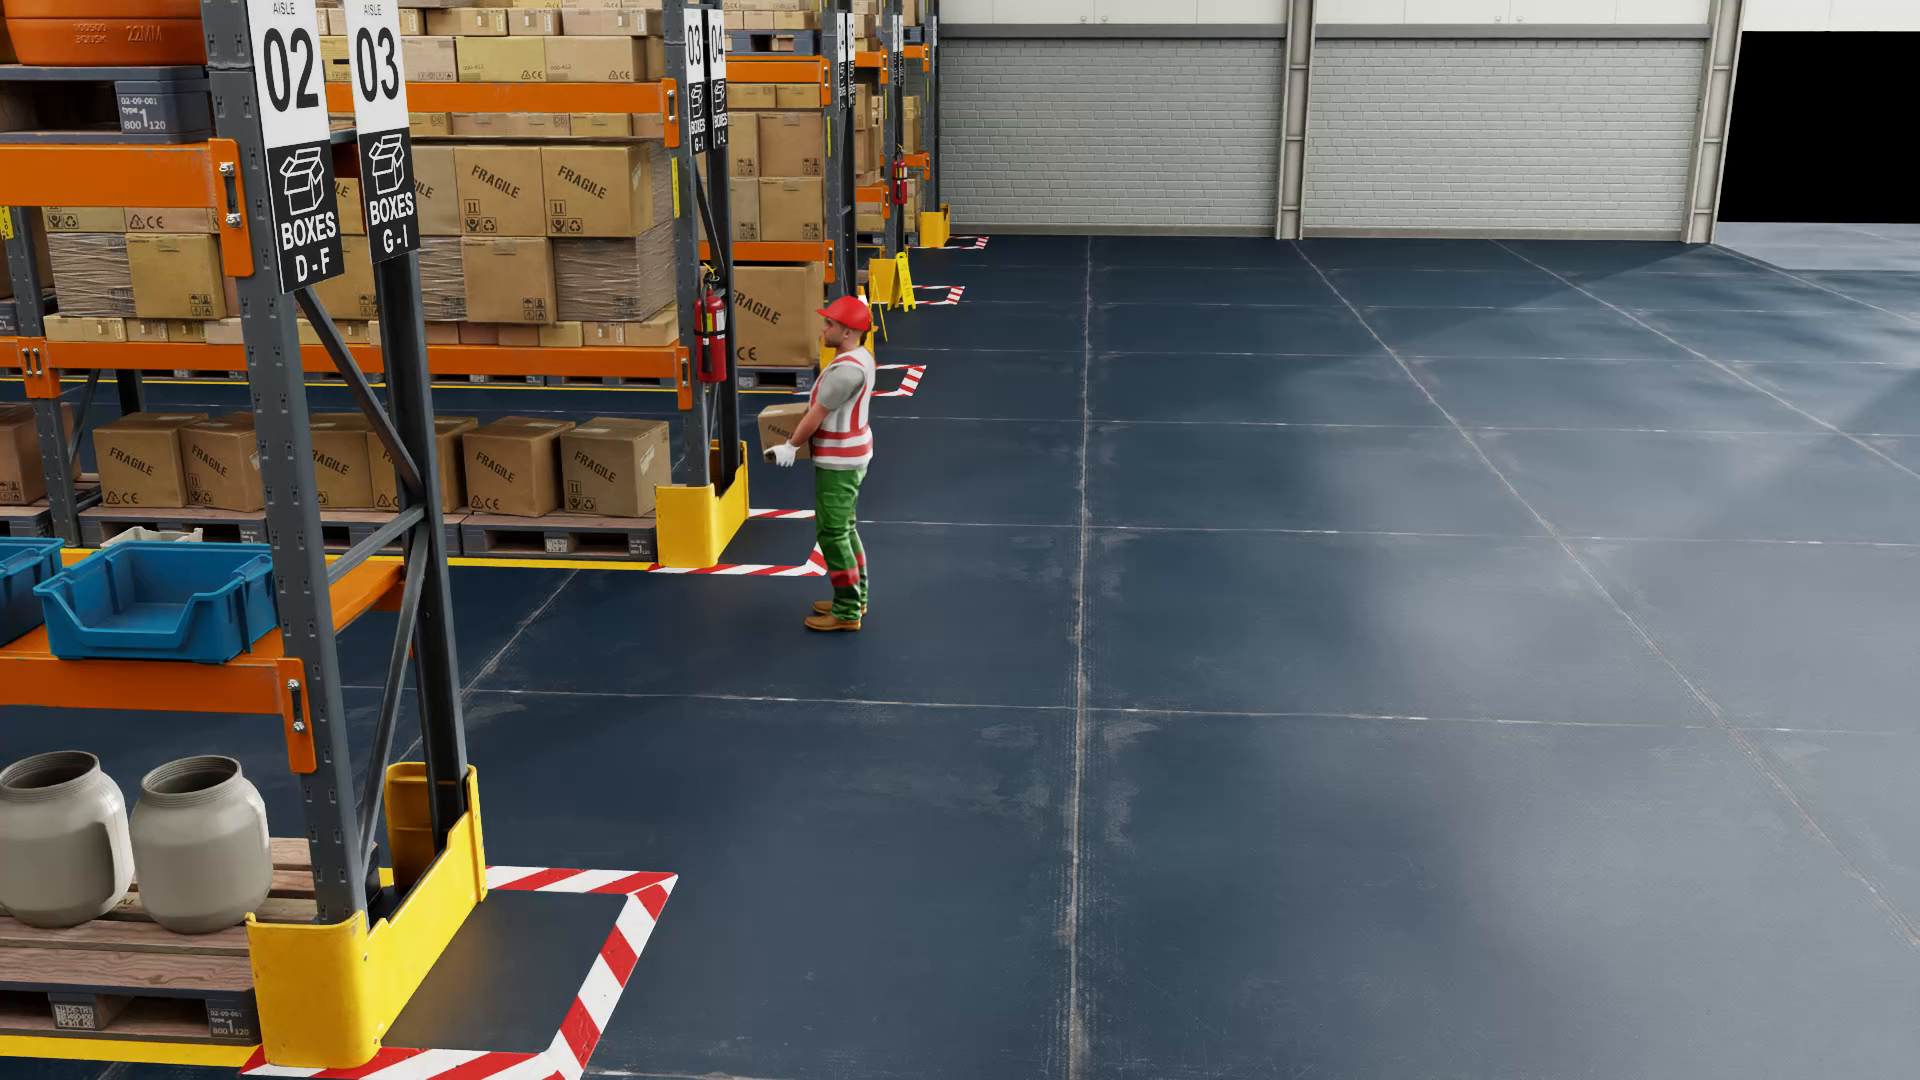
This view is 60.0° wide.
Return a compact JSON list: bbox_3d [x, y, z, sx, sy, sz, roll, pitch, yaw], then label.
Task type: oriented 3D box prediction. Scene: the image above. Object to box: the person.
[{"bbox_3d":[-0.736,-0.406,8.816,0.567,1.783,0.494,2,17,5],"label":"person"}]
